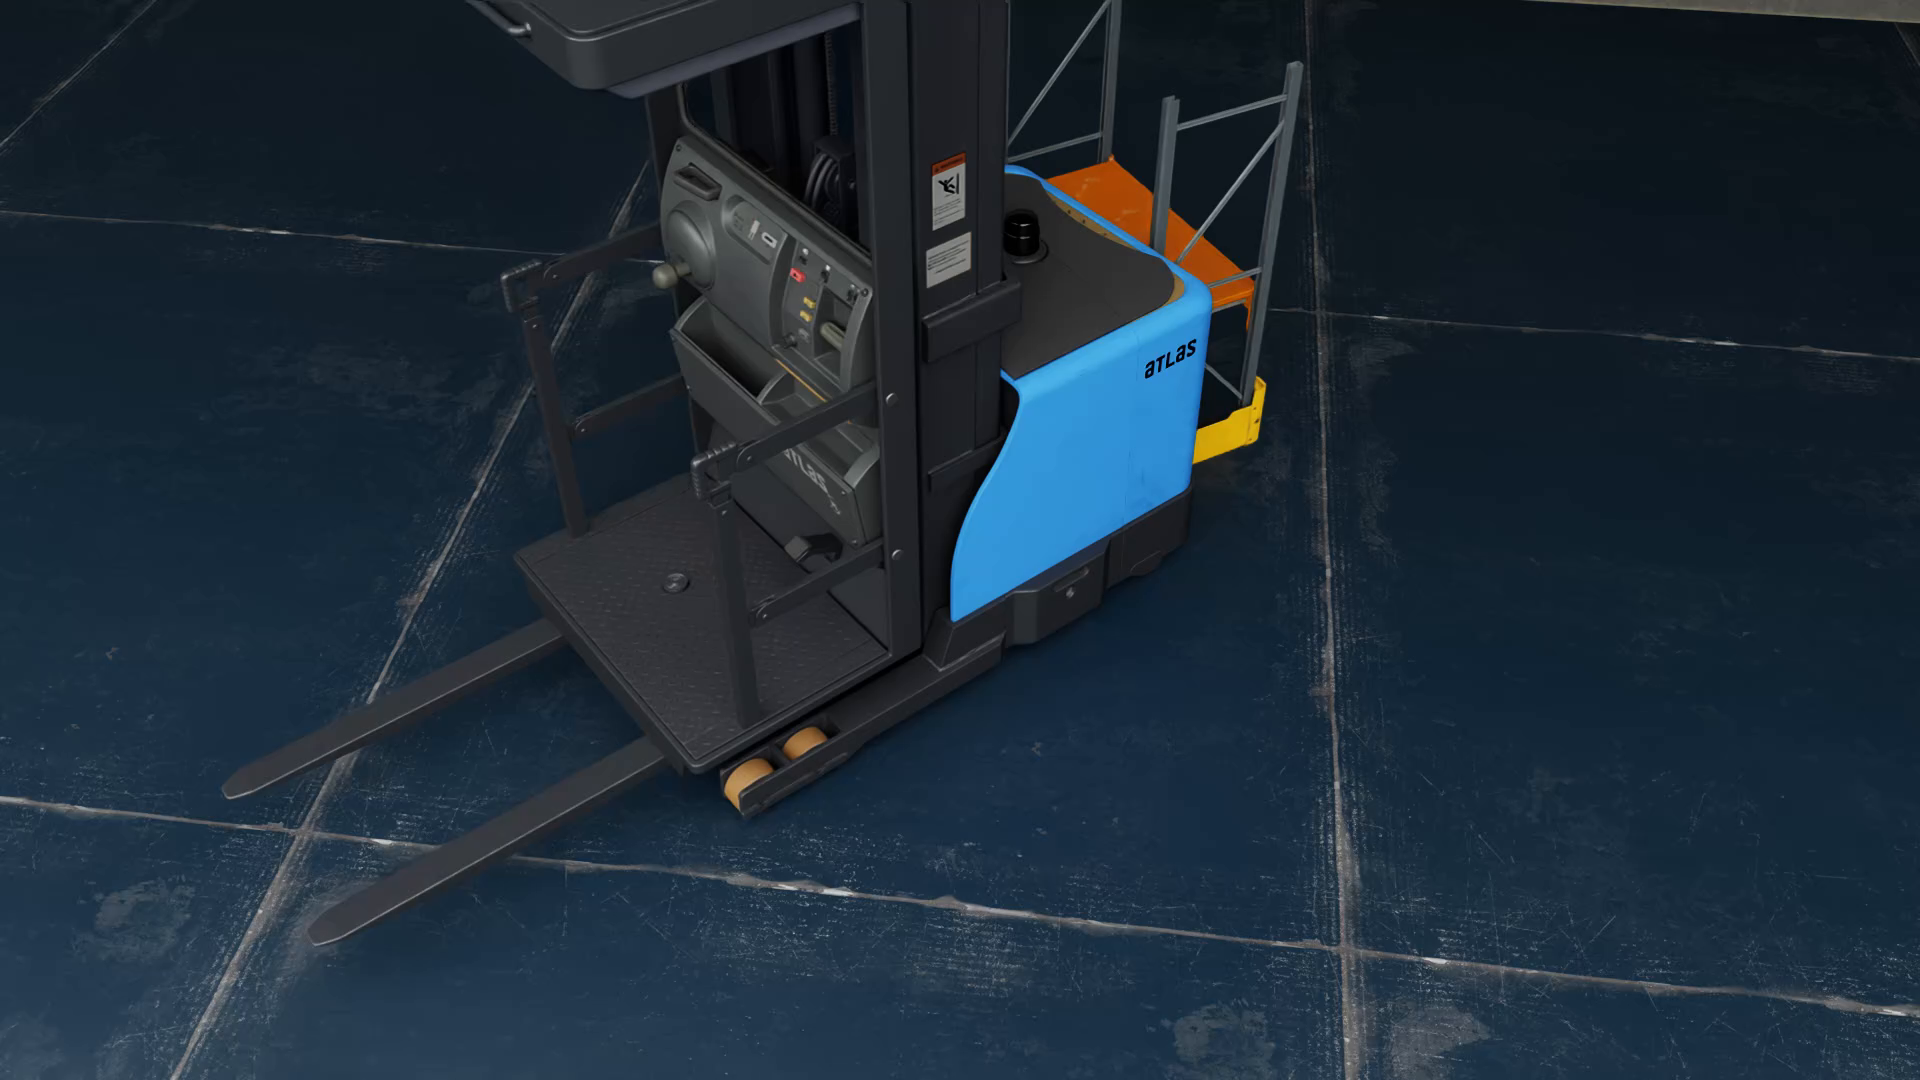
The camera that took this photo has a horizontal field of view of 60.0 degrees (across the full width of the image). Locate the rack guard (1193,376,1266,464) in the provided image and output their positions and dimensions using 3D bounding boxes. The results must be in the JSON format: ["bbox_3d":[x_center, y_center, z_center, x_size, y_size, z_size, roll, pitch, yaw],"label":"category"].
[{"bbox_3d":[0.830,-0.391,5.981,0.587,0.250,0.087,-20,47,-20],"label":"rack guard"}]

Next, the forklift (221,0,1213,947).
[{"bbox_3d":[-0.692,-0.671,4.327,3.031,2.935,1.130,-28,50,-27],"label":"forklift"}]

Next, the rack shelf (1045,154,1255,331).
[{"bbox_3d":[0.590,-1.021,6.000,0.538,0.185,1.000,-20,47,-20],"label":"rack shelf"}]

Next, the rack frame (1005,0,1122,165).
[{"bbox_3d":[0.350,-1.460,6.201,0.500,1.500,0.032,-20,47,-20],"label":"rack frame"}]

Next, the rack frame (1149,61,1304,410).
[{"bbox_3d":[0.831,-0.844,5.551,0.500,1.500,0.032,-20,47,-20],"label":"rack frame"}]

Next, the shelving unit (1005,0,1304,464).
[{"bbox_3d":[0.595,-1.147,5.870,0.587,1.500,1.083,-20,47,-20],"label":"shelving unit"}]
